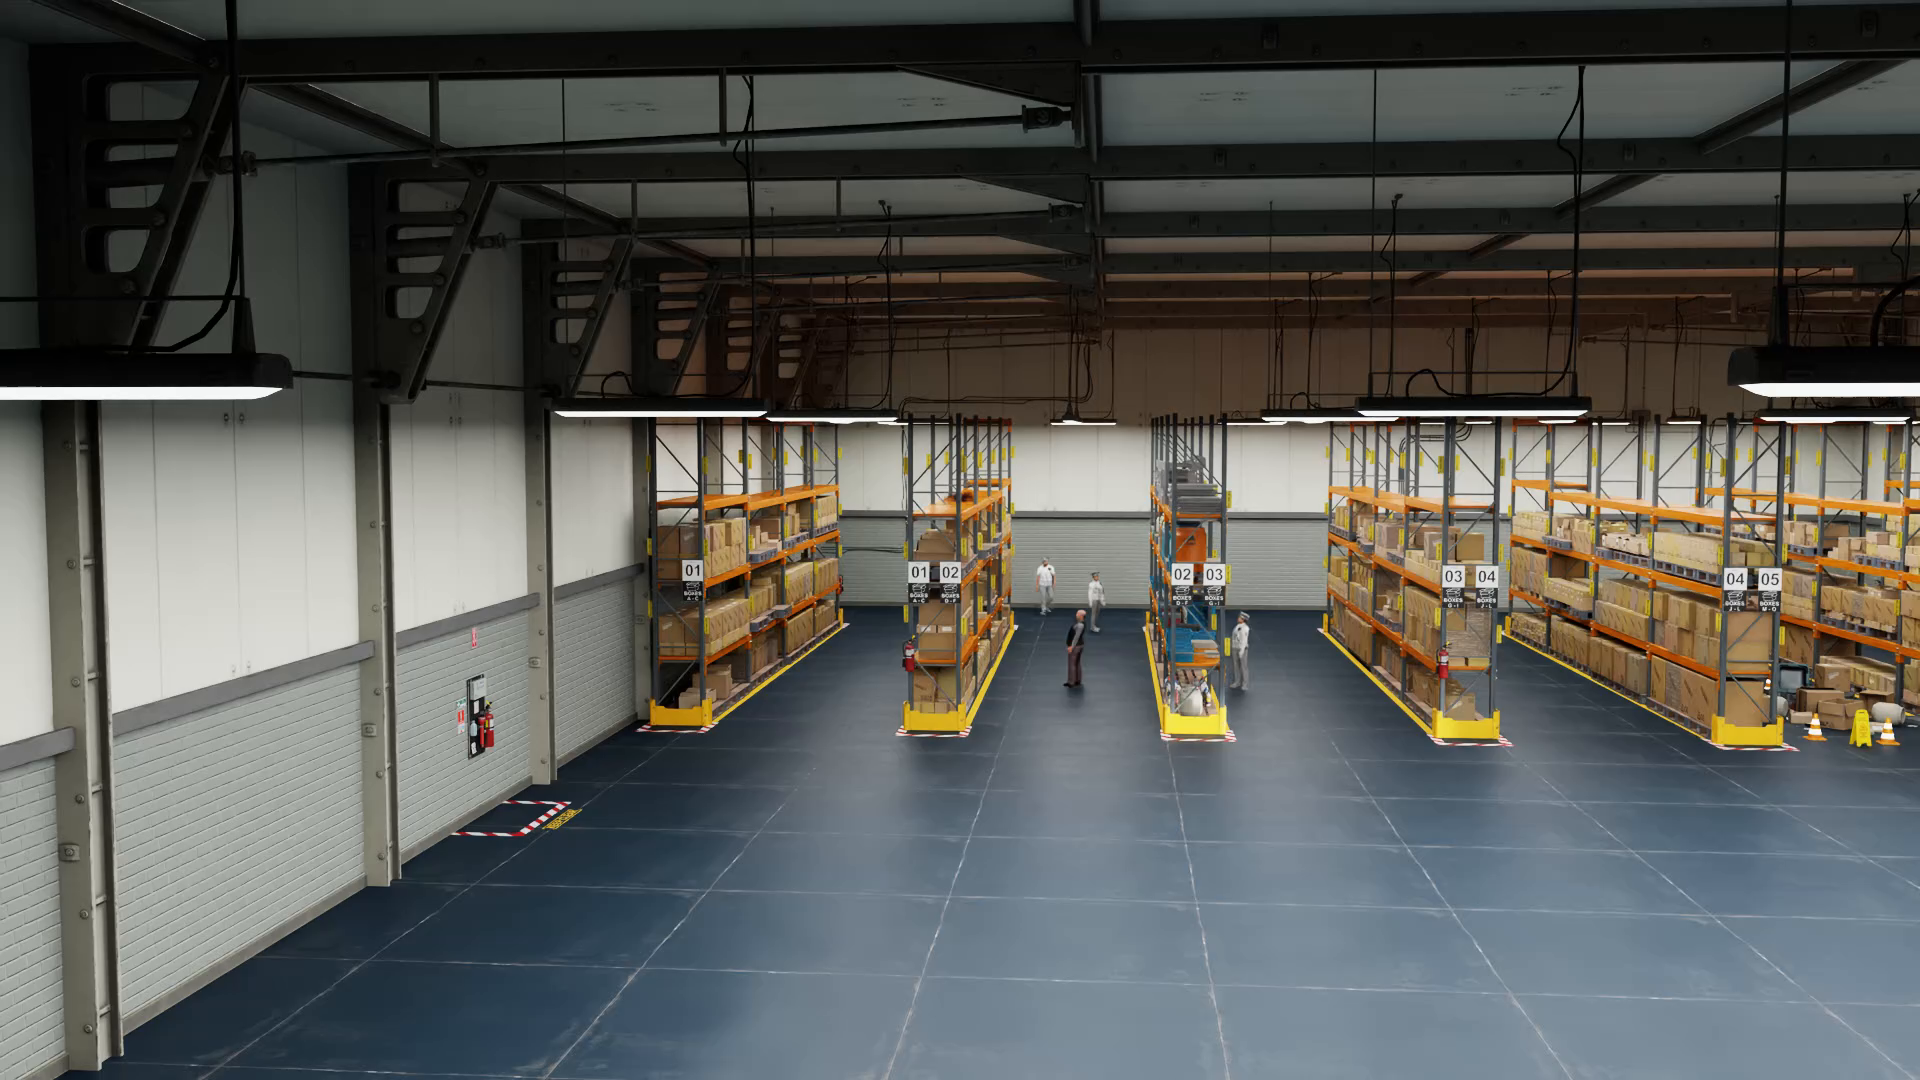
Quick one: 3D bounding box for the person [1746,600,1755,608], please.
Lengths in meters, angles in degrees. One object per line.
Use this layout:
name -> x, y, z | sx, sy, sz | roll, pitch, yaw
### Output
person -> 18.594, 2.254, 39.227 | 0.430, 1.671, 0.481 | 2, 4, 29

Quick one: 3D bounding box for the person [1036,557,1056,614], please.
person -> 2.643, 1.387, 51.237 | 0.565, 1.777, 0.531 | -2, 4, -22

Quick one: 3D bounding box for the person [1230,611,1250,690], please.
person -> 6.165, 2.428, 36.570 | 0.406, 1.725, 0.473 | -3, 5, -37

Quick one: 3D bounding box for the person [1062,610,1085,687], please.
person -> 2.534, 2.401, 36.812 | 0.507, 1.706, 0.609 | 1, 4, 17

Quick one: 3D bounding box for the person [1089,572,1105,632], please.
person -> 3.833, 1.732, 46.957 | 0.399, 1.703, 0.541 | 3, 5, 37
